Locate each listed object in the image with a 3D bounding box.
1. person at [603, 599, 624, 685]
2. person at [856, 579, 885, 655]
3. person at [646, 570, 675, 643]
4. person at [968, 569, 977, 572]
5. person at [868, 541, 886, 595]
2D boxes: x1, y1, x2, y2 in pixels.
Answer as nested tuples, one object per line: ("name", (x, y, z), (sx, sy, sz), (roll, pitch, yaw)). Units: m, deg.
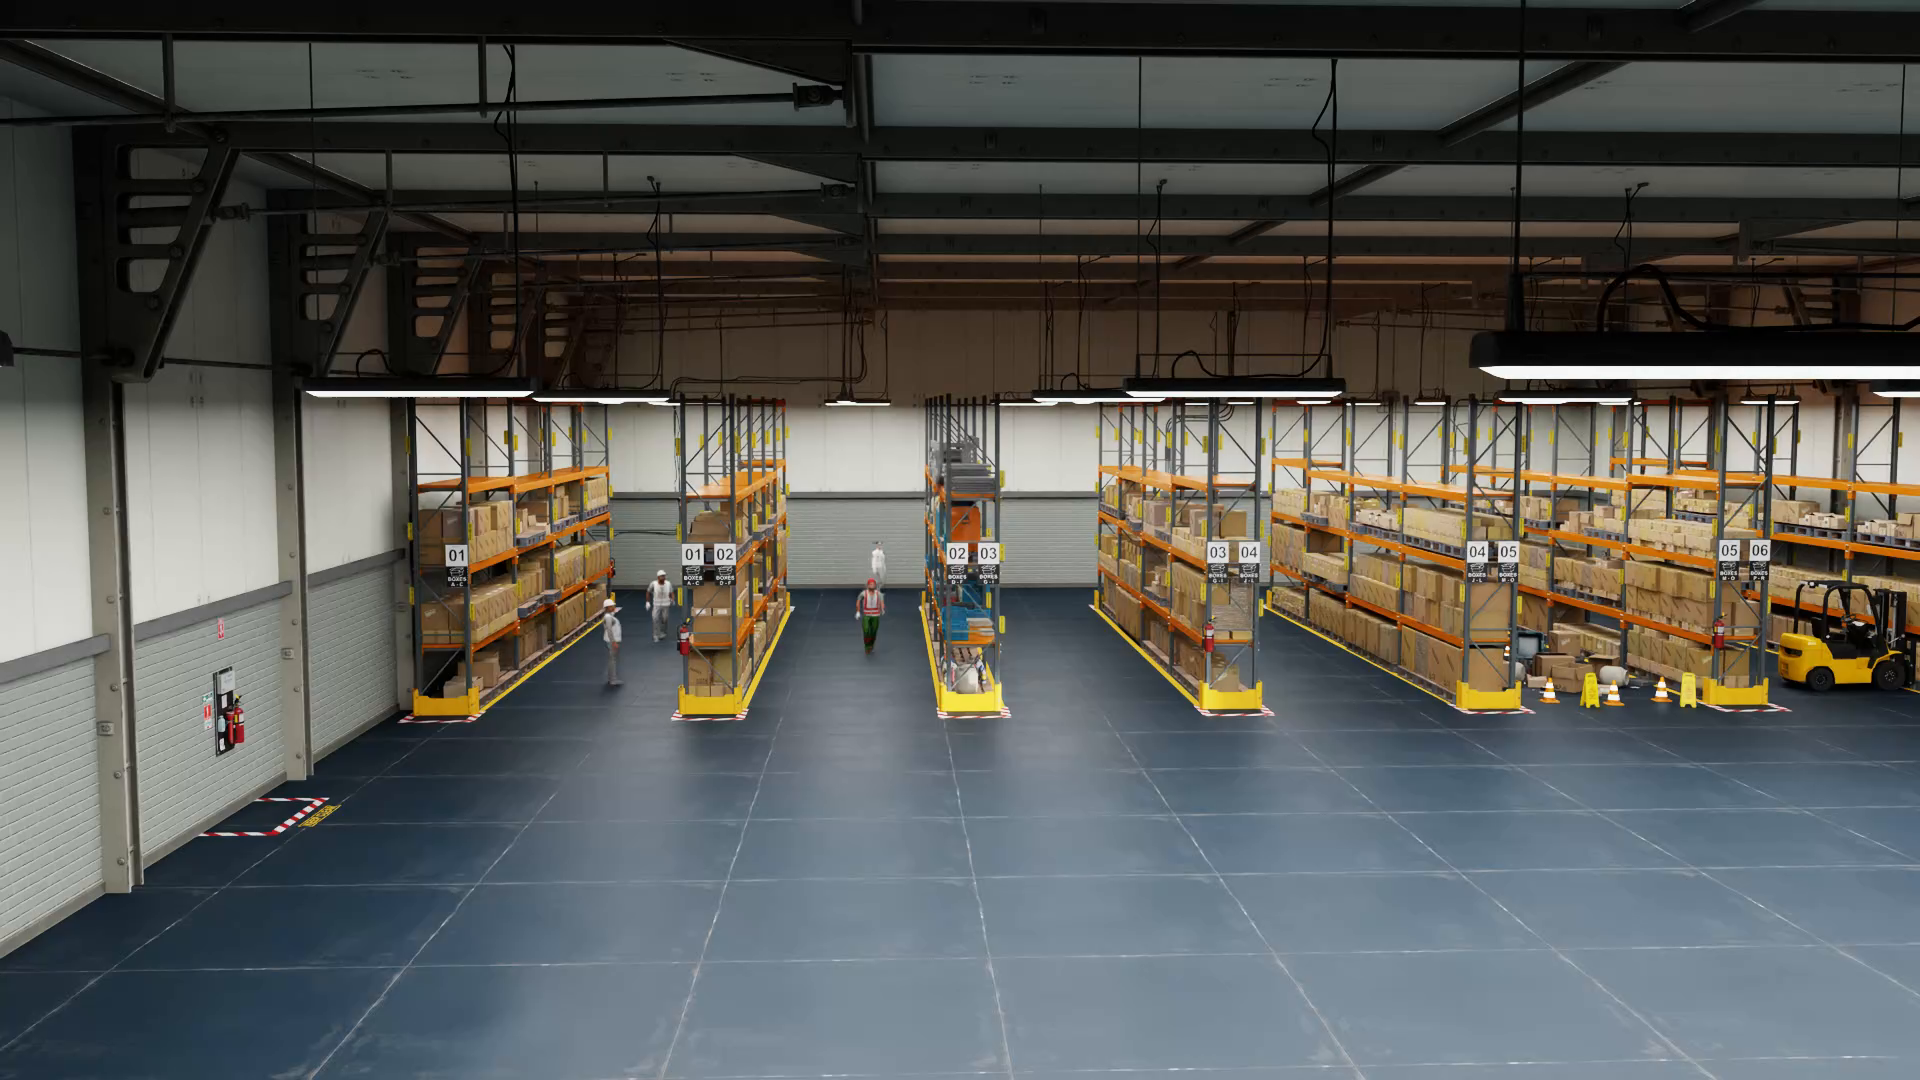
("person", (-7.205, 2.114, 34.498), (0.410, 1.784, 0.555), (-2, 5, -22))
("person", (-2.103, 1.805, 39.016), (0.669, 1.812, 0.877), (0, 5, -3))
("person", (-7.384, 1.647, 41.033), (0.734, 1.808, 0.878), (0, 5, -3))
("person", (0.241, 1.053, 48.634), (0.498, 1.626, 0.494), (3, 6, 37))
("person", (-2.525, 0.855, 50.811), (0.541, 1.674, 0.477), (0, 5, 4))
